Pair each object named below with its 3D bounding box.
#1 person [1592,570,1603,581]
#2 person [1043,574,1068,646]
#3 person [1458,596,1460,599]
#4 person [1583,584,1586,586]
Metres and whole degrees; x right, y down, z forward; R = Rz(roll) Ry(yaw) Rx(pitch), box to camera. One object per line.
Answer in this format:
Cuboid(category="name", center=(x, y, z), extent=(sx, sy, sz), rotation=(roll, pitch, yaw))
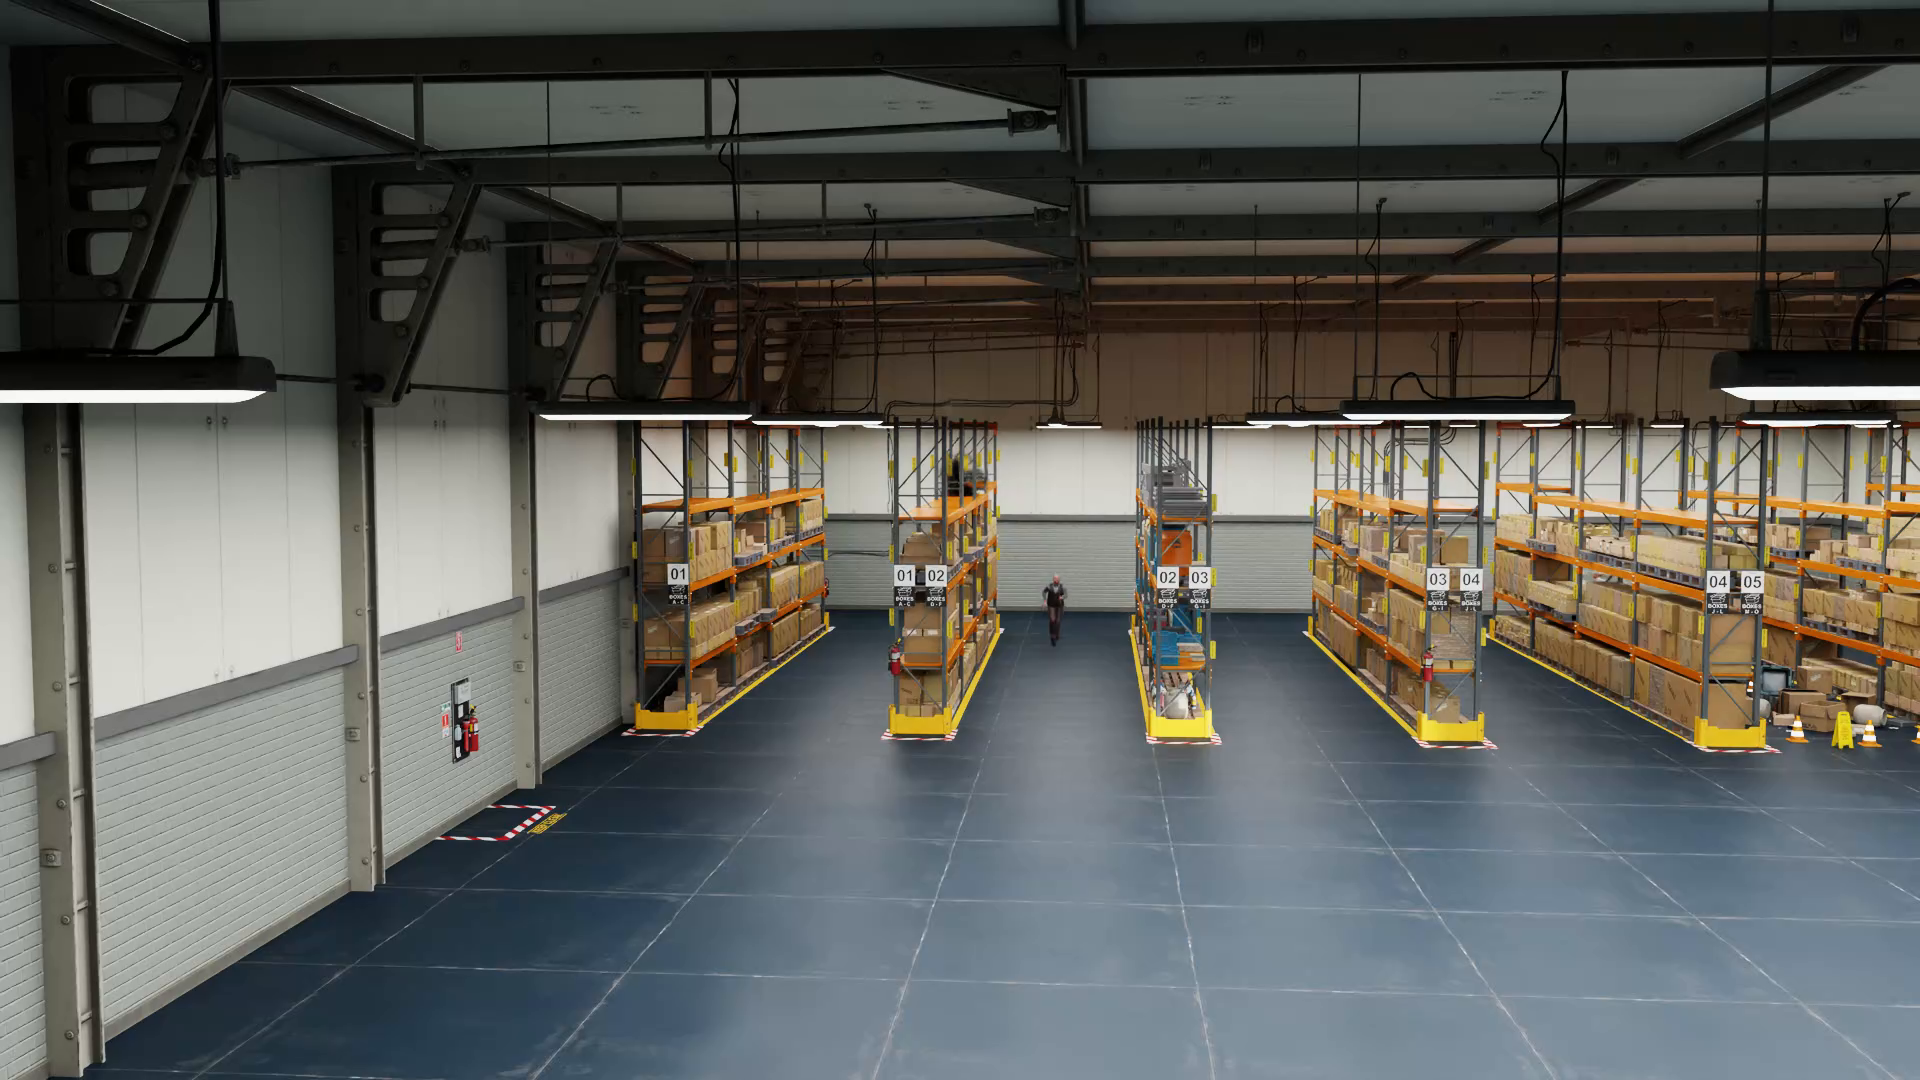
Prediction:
Cuboid(category="person", center=(18.112, 1.712, 47.295), extent=(0.872, 1.802, 0.653), rotation=(0, 4, 4))
Cuboid(category="person", center=(2.470, 1.803, 42.887), extent=(0.623, 1.842, 0.803), rotation=(0, 4, -6))
Cuboid(category="person", center=(13.522, 1.875, 46.229), extent=(0.739, 1.763, 0.727), rotation=(3, 5, 39))
Cuboid(category="person", center=(16.950, 1.964, 45.132), extent=(0.541, 1.573, 0.864), rotation=(-1, 4, -10))
